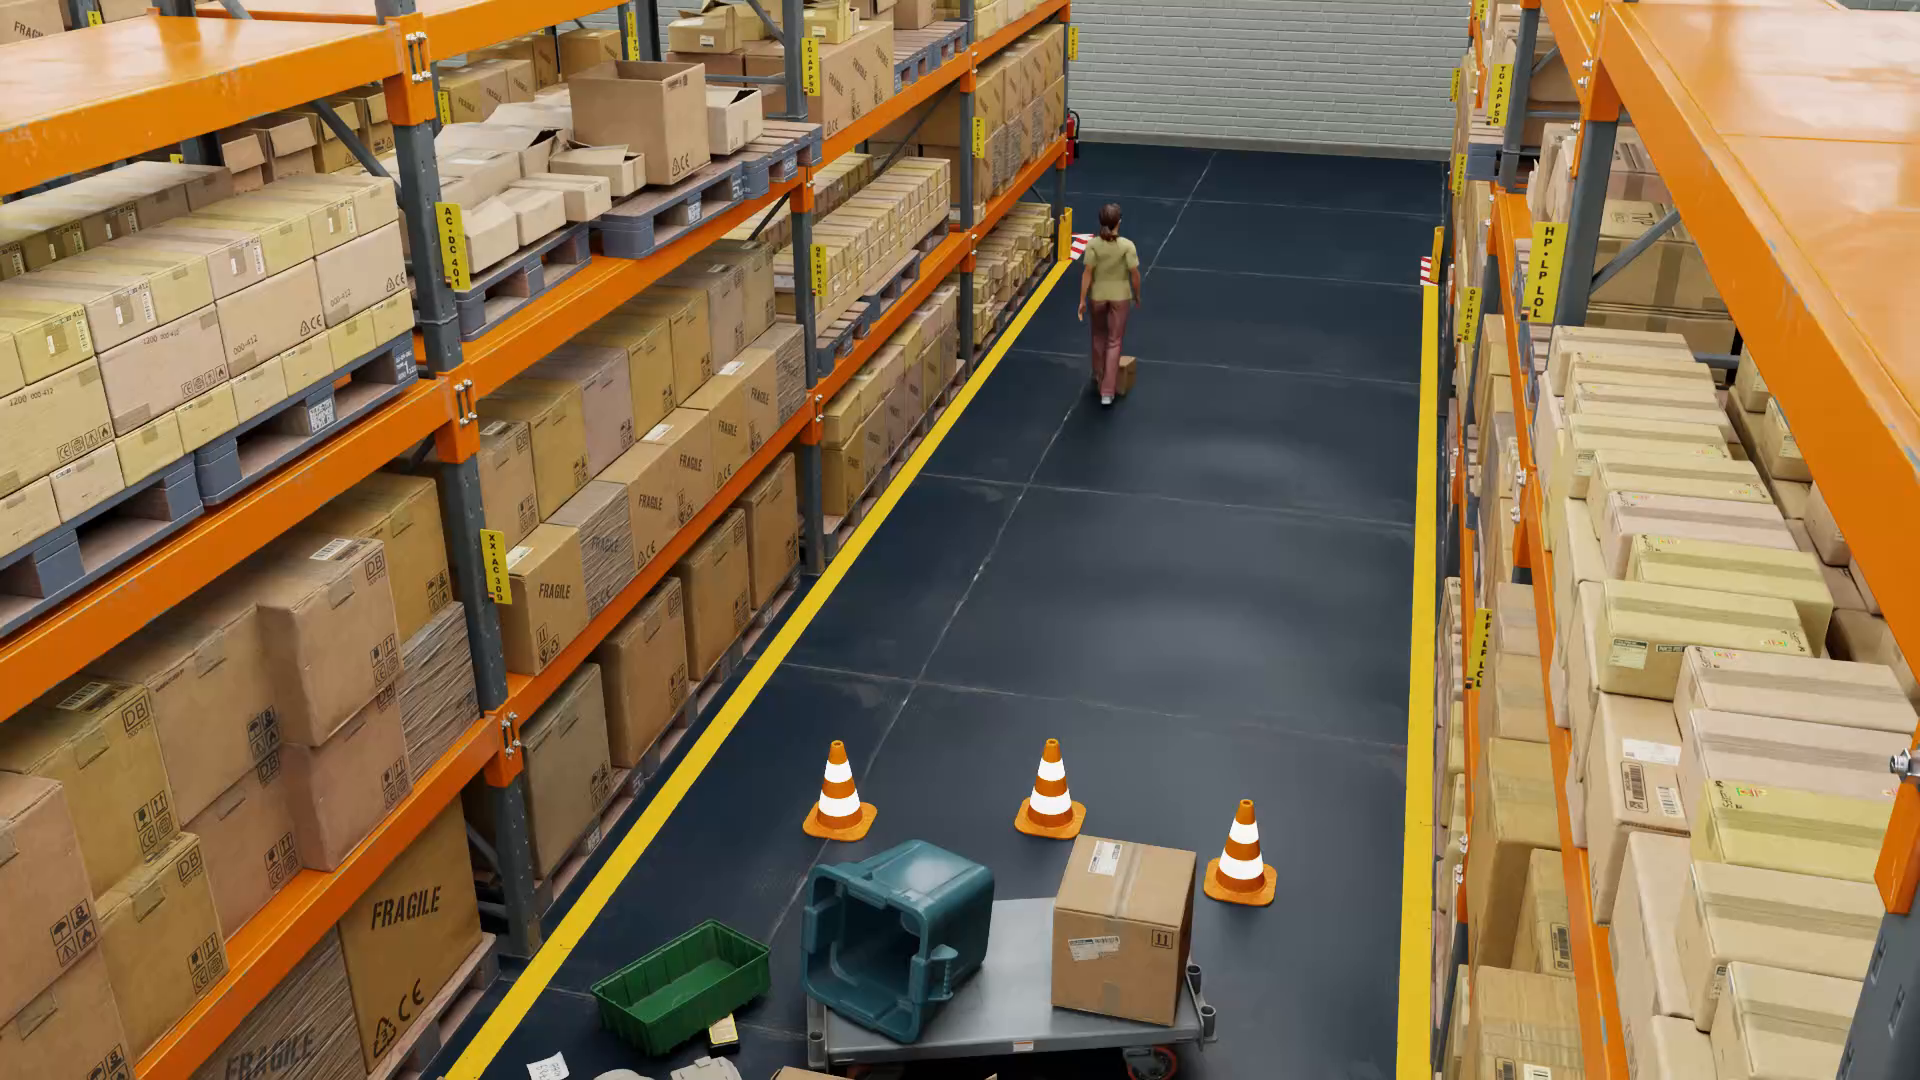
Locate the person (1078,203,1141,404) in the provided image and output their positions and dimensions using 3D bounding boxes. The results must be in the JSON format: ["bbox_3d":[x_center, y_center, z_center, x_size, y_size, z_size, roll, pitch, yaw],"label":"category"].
[{"bbox_3d":[1.265,-2.007,13.831,0.478,1.670,0.819,6,26,13],"label":"person"}]
